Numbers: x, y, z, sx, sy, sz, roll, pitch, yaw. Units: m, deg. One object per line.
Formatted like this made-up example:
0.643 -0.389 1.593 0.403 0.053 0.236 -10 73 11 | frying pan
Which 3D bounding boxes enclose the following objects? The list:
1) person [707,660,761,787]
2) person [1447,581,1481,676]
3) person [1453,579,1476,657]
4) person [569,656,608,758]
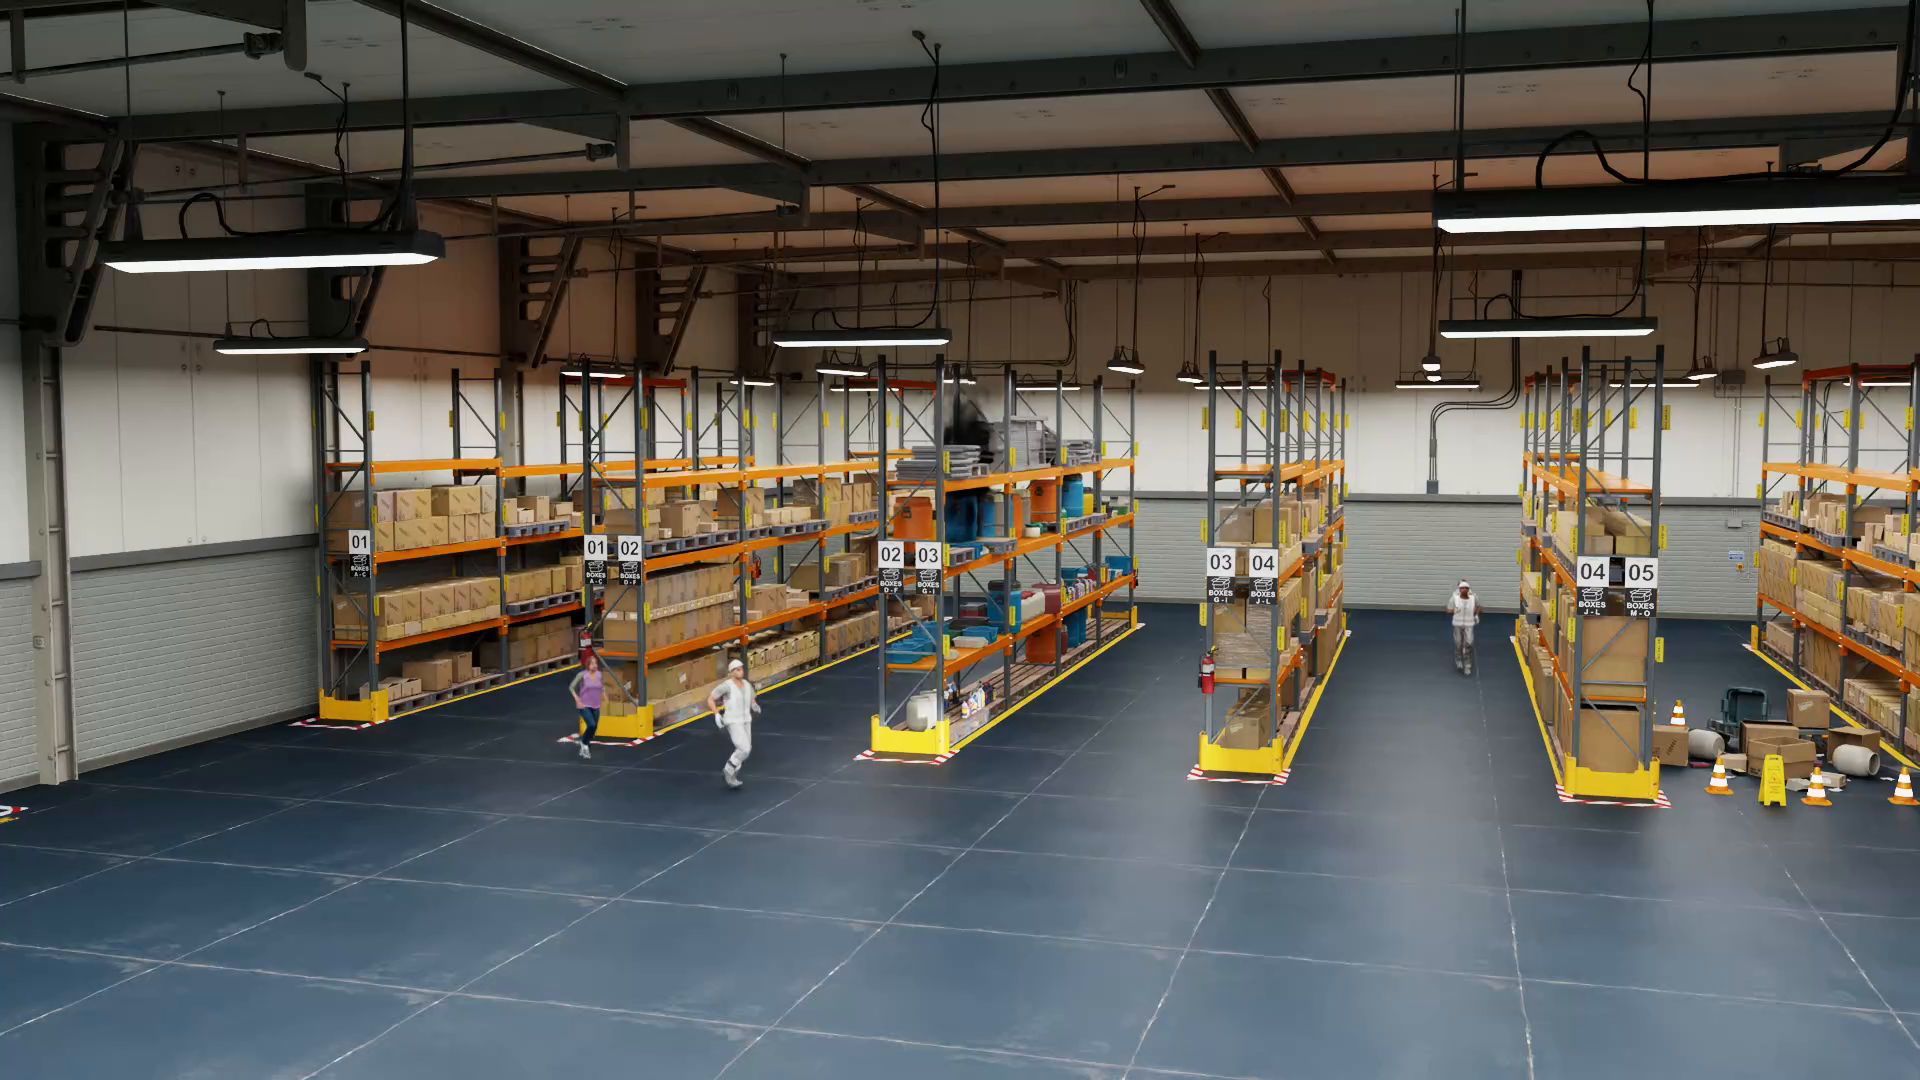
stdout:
-2.980 2.498 22.558 0.635 1.741 0.649 3 5 39 | person
10.008 1.739 33.054 0.657 1.835 0.764 1 4 16 | person
10.819 1.651 35.750 0.549 1.630 0.851 2 4 23 | person
-5.478 2.477 24.620 0.516 1.545 0.658 -4 5 -41 | person
